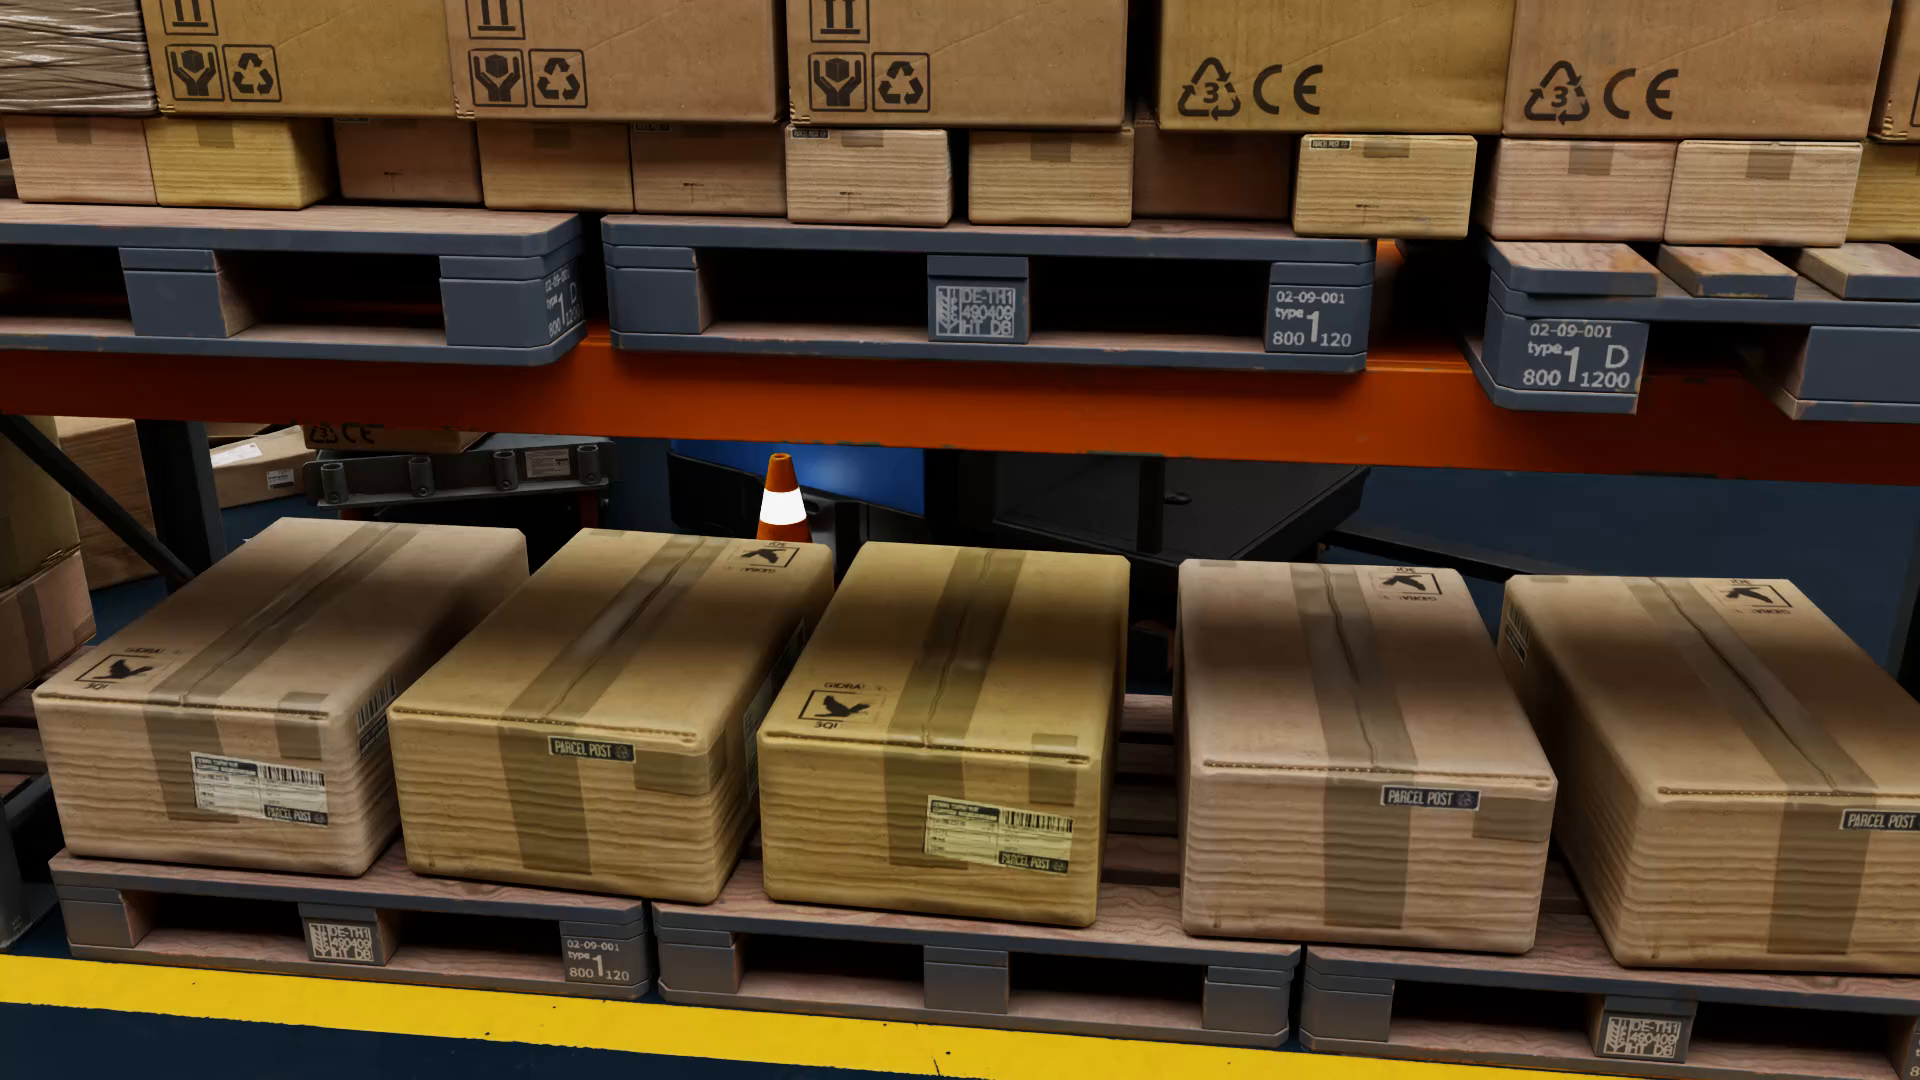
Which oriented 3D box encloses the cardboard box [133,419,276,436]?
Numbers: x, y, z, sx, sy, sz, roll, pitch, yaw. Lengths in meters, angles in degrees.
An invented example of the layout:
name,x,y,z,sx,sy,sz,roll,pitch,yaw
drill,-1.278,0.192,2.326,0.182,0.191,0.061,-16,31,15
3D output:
name,x,y,z,sx,sy,sz,roll,pitch,yaw
cardboard box,-2.918,-0.636,6.179,0.503,0.637,0.797,2,22,6

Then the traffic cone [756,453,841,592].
name,x,y,z,sx,sy,sz,roll,pitch,yaw
traffic cone,-0.521,-0.027,4.879,0.334,0.463,0.336,2,22,6

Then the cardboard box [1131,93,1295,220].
name,x,y,z,sx,sy,sz,roll,pitch,yaw
cardboard box,0.412,-0.640,2.750,0.250,0.149,0.380,3,22,7

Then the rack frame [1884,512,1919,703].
name,x,y,z,sx,sy,sz,roll,pitch,yaw
rack frame,2.055,-0.576,2.818,0.127,3.000,1.000,2,22,6

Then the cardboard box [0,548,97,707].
name,x,y,z,sx,sy,sz,roll,pitch,yaw
cardboard box,-2.472,0.210,3.998,0.500,0.250,0.500,2,22,4

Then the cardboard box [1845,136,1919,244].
name,x,y,z,sx,sy,sz,roll,pitch,yaw
cardboard box,1.427,-0.568,2.568,0.250,0.149,0.380,3,22,7

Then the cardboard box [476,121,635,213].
name,x,y,z,sx,sy,sz,roll,pitch,yaw
cardboard box,-0.618,-0.664,2.810,0.250,0.149,0.380,3,22,7

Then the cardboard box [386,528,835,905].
name,x,y,z,sx,sy,sz,roll,pitch,yaw
cardboard box,-0.682,0.329,3.531,0.625,0.372,0.950,4,22,10

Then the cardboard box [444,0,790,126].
name,x,y,z,sx,sy,sz,roll,pitch,yaw
cardboard box,-0.499,-0.957,2.668,0.500,0.500,0.500,2,22,6

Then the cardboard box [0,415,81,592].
name,x,y,z,sx,sy,sz,roll,pitch,yaw
cardboard box,-2.472,-0.139,3.860,0.500,0.500,0.500,4,22,9

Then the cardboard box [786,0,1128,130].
name,x,y,z,sx,sy,sz,roll,pitch,yaw
cardboard box,0.012,-0.939,2.622,0.500,0.500,0.500,2,22,4

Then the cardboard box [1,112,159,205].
name,x,y,z,sx,sy,sz,roll,pitch,yaw
cardboard box,-1.406,-0.689,2.873,0.250,0.149,0.380,3,22,7

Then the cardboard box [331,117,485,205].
name,x,y,z,sx,sy,sz,roll,pitch,yaw
cardboard box,-0.869,-0.690,2.877,0.250,0.149,0.380,4,22,10

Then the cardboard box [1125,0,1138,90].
name,x,y,z,sx,sy,sz,roll,pitch,yaw
cardboard box,0.093,-1.126,3.095,0.500,0.500,0.500,2,22,4

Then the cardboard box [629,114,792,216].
name,x,y,z,sx,sy,sz,roll,pitch,yaw
cardboard box,-0.373,-0.653,2.781,0.250,0.149,0.380,3,22,7

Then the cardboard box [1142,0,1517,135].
name,x,y,z,sx,sy,sz,roll,pitch,yaw
cardboard box,0.554,-0.915,2.561,0.500,0.500,0.500,1,22,3

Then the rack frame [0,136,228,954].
name,x,y,z,sx,sy,sz,roll,pitch,yaw
rack frame,-1.918,-0.750,3.256,0.127,3.000,1.000,2,22,6

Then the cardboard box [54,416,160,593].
name,x,y,z,sx,sy,sz,roll,pitch,yaw
cardboard box,-2.822,-0.131,5.089,0.500,0.500,0.500,-19,28,-40

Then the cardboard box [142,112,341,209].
name,x,y,z,sx,sy,sz,roll,pitch,yaw
cardboard box,-1.159,-0.675,2.837,0.250,0.149,0.380,3,22,7

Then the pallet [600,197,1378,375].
name,x,y,z,sx,sy,sz,roll,pitch,yaw
pallet,0.084,-0.558,3.032,1.213,0.211,1.003,2,22,6

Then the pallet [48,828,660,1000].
name,x,y,z,sx,sy,sz,roll,pitch,yaw
pallet,-1.144,0.580,3.685,1.213,0.211,1.003,2,22,6

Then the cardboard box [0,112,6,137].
name,x,y,z,sx,sy,sz,roll,pitch,yaw
cardboard box,-2.322,-1.055,3.488,0.500,0.500,0.500,2,22,6

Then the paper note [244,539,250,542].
name,x,y,z,sx,sy,sz,roll,pitch,yaw
paper note,-2.243,-0.015,5.435,0.142,0.019,0.148,2,22,6

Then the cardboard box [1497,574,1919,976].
name,x,y,z,sx,sy,sz,roll,pitch,yaw
cardboard box,1.495,0.422,3.295,0.625,0.372,0.950,1,22,3

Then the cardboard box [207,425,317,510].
name,x,y,z,sx,sy,sz,roll,pitch,yaw
cardboard box,-2.474,-0.297,5.830,0.396,0.266,0.258,-14,25,-31

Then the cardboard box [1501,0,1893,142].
name,x,y,z,sx,sy,sz,roll,pitch,yaw
cardboard box,1.056,-0.893,2.507,0.500,0.500,0.500,2,22,5

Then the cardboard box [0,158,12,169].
name,x,y,z,sx,sy,sz,roll,pitch,yaw
cardboard box,-2.193,-0.763,3.633,0.250,0.149,0.380,2,22,6

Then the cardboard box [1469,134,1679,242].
name,x,y,z,sx,sy,sz,roll,pitch,yaw
cardboard box,0.922,-0.577,2.589,0.250,0.149,0.380,1,22,4

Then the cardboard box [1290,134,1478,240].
name,x,y,z,sx,sy,sz,roll,pitch,yaw
cardboard box,0.647,-0.584,2.606,0.250,0.149,0.380,3,22,7

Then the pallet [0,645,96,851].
name,x,y,z,sx,sy,sz,roll,pitch,yaw
pallet,-2.589,0.531,3.809,1.213,0.211,1.003,2,22,6

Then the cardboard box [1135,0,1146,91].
name,x,y,z,sx,sy,sz,roll,pitch,yaw
cardboard box,0.589,-1.101,3.033,0.500,0.500,0.500,3,22,7

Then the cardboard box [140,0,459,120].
name,x,y,z,sx,sy,sz,roll,pitch,yaw
cardboard box,-0.988,-0.983,2.735,0.500,0.500,0.500,3,22,6

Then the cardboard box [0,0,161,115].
name,x,y,z,sx,sy,sz,roll,pitch,yaw
cardboard box,-1.486,-1.005,2.789,0.500,0.500,0.500,3,22,8

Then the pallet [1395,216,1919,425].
name,x,y,z,sx,sy,sz,roll,pitch,yaw
pallet,1.334,-0.479,2.833,1.003,0.211,1.213,2,22,6

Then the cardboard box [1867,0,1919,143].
name,x,y,z,sx,sy,sz,roll,pitch,yaw
cardboard box,1.570,-0.875,2.461,0.500,0.500,0.500,2,22,5

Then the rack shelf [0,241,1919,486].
name,x,y,z,sx,sy,sz,roll,pitch,yaw
rack shelf,0.069,-0.328,3.169,4.000,0.370,1.077,2,22,6

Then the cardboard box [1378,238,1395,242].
name,x,y,z,sx,sy,sz,roll,pitch,yaw
cardboard box,1.943,-1.596,7.887,0.750,0.750,1.050,2,22,6

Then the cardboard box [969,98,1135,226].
name,x,y,z,sx,sy,sz,roll,pitch,yaw
cardboard box,0.153,-0.621,2.702,0.250,0.149,0.380,2,22,5

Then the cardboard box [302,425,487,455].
name,x,y,z,sx,sy,sz,roll,pitch,yaw
cardboard box,-1.738,-0.590,5.223,0.500,0.500,0.500,2,22,6

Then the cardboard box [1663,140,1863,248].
name,x,y,z,sx,sy,sz,roll,pitch,yaw
cardboard box,1.171,-0.563,2.554,0.250,0.149,0.380,2,22,6

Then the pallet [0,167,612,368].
name,x,y,z,sx,sy,sz,roll,pitch,yaw
pallet,-1.176,-0.574,3.073,1.213,0.211,1.003,2,22,6

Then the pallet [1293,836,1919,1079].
name,x,y,z,sx,sy,sz,roll,pitch,yaw
pallet,1.279,0.686,3.418,1.213,0.211,1.003,2,22,6

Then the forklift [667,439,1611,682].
name,x,y,z,sx,sy,sz,roll,pitch,yaw
forklift,0.561,-1.203,4.495,3.031,2.935,1.130,14,26,32

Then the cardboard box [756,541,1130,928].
name,x,y,z,sx,sy,sz,roll,pitch,yaw
cardboard box,0.009,0.358,3.457,0.625,0.372,0.950,3,22,8

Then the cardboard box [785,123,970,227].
name,x,y,z,sx,sy,sz,roll,pitch,yaw
cardboard box,-0.115,-0.622,2.704,0.250,0.149,0.380,3,22,8

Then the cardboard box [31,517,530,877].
name,x,y,z,sx,sy,sz,roll,pitch,yaw
cardboard box,-1.396,0.299,3.607,0.625,0.372,0.950,3,22,7

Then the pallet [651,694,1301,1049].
name,x,y,z,sx,sy,sz,roll,pitch,yaw
pallet,0.071,0.632,3.553,1.213,0.211,1.003,2,22,6

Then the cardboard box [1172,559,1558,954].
name,x,y,z,sx,sy,sz,roll,pitch,yaw
cardboard box,0.761,0.393,3.368,0.625,0.372,0.950,2,22,5

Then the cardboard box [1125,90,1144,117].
name,x,y,z,sx,sy,sz,roll,pitch,yaw
cardboard box,0.406,-0.789,3.127,0.250,0.149,0.380,3,22,8

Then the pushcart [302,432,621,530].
name,x,y,z,sx,sy,sz,roll,pitch,yaw
pushcart,-1.699,-0.365,5.849,0.936,0.377,1.648,-5,22,-12
